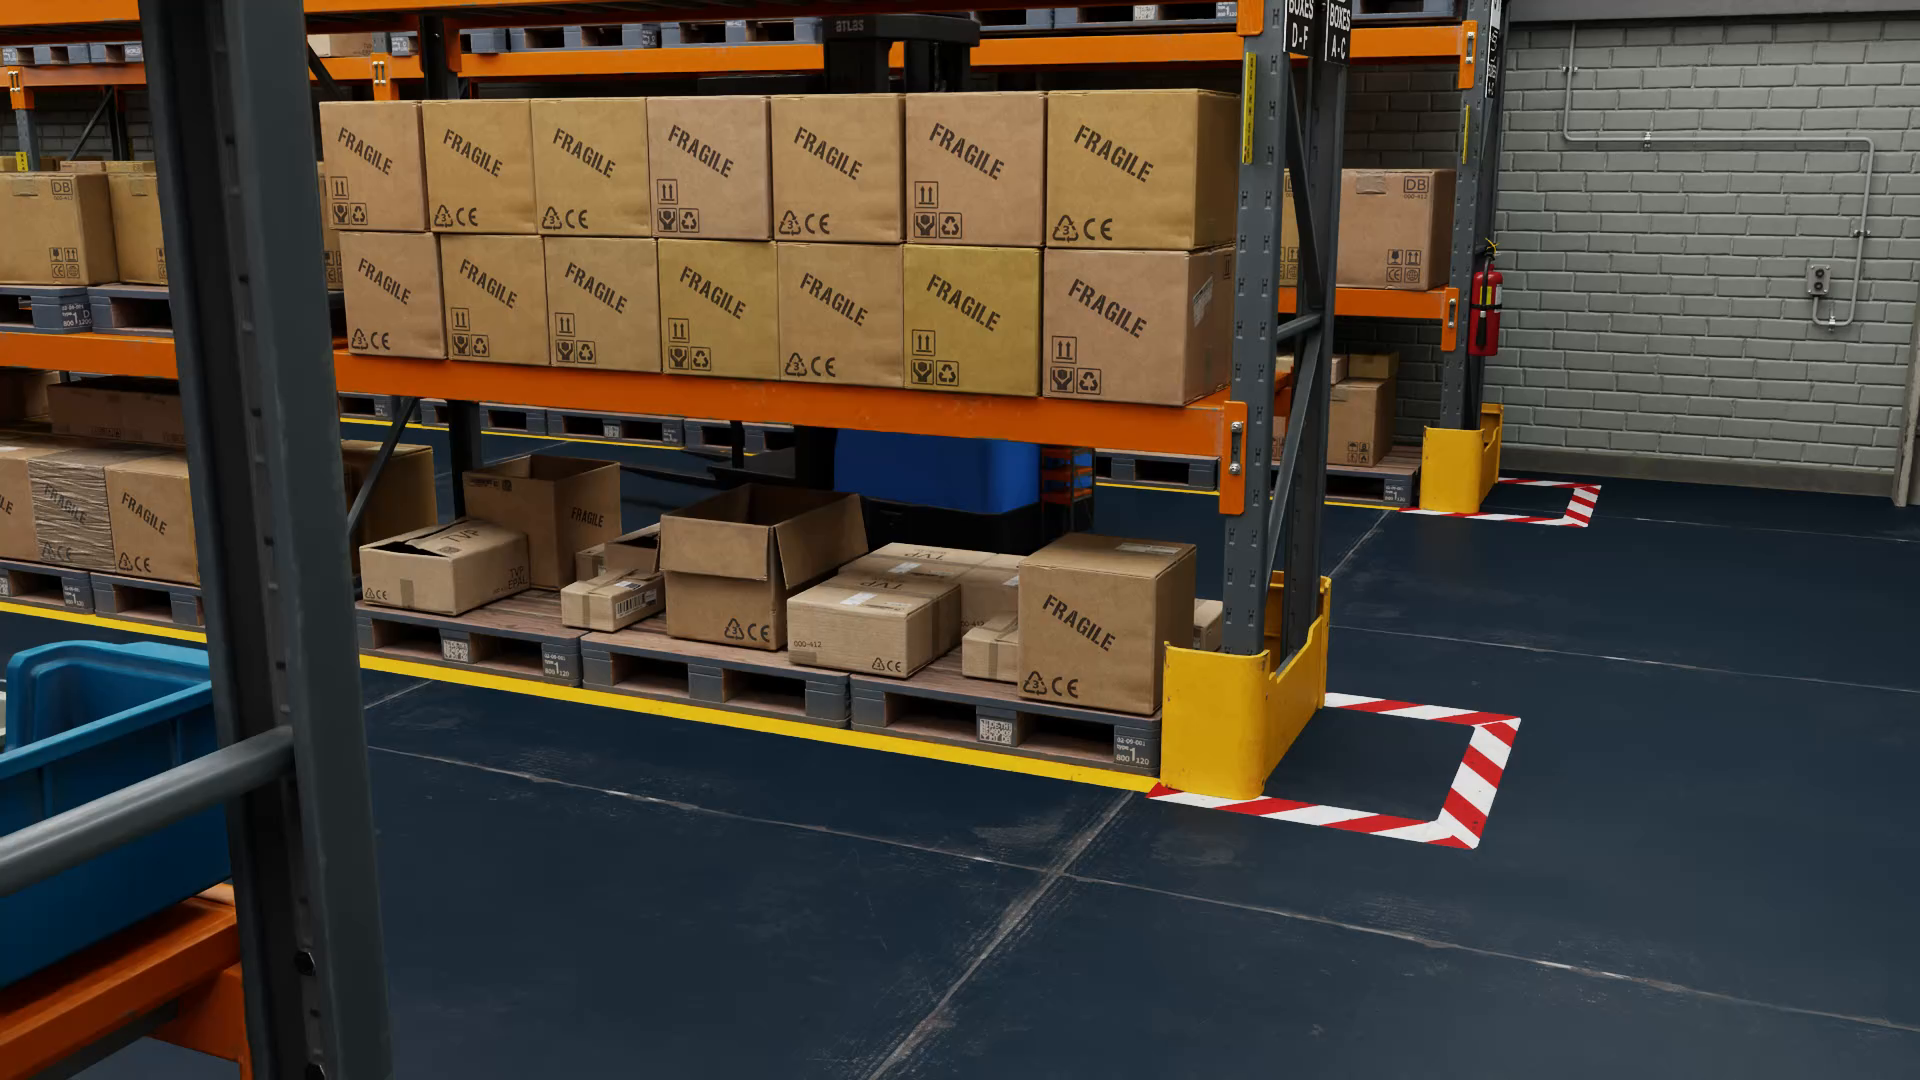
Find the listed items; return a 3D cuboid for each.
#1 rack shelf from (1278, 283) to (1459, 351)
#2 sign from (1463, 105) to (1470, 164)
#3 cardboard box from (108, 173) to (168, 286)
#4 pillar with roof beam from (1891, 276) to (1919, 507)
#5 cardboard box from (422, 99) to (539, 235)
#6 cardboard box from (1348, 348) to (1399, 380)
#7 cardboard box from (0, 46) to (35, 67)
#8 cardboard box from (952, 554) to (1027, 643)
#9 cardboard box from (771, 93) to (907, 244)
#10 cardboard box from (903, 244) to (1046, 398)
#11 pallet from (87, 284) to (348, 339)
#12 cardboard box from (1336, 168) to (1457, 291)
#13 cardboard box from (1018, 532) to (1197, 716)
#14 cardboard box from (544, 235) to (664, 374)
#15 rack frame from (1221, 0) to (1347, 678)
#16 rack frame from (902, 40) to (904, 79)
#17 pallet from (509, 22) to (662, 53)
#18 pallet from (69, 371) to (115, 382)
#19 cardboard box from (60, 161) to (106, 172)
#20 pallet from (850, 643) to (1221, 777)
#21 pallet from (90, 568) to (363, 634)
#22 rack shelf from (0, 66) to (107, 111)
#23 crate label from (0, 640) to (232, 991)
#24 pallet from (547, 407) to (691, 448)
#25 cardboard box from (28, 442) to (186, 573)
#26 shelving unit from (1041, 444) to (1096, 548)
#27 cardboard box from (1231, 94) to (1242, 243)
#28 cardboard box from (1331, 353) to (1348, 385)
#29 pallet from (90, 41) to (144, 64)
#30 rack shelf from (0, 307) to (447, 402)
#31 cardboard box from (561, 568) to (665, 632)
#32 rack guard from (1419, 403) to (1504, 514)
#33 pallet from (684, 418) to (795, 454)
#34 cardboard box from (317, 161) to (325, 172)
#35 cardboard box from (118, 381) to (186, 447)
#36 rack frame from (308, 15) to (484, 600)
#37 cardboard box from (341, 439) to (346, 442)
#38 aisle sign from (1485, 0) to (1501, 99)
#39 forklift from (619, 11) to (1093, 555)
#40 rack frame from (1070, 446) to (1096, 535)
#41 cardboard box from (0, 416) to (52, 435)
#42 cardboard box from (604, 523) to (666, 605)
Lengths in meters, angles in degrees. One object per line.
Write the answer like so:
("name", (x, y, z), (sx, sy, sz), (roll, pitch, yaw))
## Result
("rack shelf", (1.303, -1.587, 11.025), (4.000, 0.370, 1.077), (6, 14, 23))
("sign", (2.899, -2.319, 9.517), (0.005, 0.325, 0.100), (6, 14, 23))
("cardboard box", (-3.526, -1.481, 7.862), (0.500, 0.500, 0.700), (8, 16, 32))
("pillar with roof beam", (4.207, -3.704, 5.342), (0.400, 9.000, 9.100), (6, 14, 23))
("cardboard box", (-1.740, -1.472, 6.556), (0.500, 0.500, 0.500), (5, 14, 21))
("cardboard box", (2.646, -1.129, 10.633), (0.250, 0.149, 0.380), (6, 14, 24))
("cardboard box", (-8.404, -4.376, 14.510), (0.500, 0.500, 0.500), (6, 15, 25))
("cardboard box", (0.289, 0.252, 6.671), (0.500, 0.250, 0.500), (6, 14, 23))
("cardboard box", (-0.328, -1.330, 5.947), (0.500, 0.500, 0.500), (6, 15, 25))
("cardboard box", (0.133, -0.797, 5.868), (0.500, 0.500, 0.500), (6, 14, 24))
("pallet", (-3.215, -1.090, 7.755), (1.213, 0.211, 1.003), (6, 14, 23))
("cardboard box", (2.661, -1.943, 10.312), (0.700, 0.700, 0.980), (7, 15, 26))
("cardboard box", (0.532, 0.287, 5.974), (0.500, 0.500, 0.500), (6, 14, 23))
("cardboard box", (-1.247, -0.938, 6.467), (0.500, 0.500, 0.500), (6, 14, 23))
("rack frame", (1.129, -0.717, 5.743), (0.127, 3.000, 1.000), (6, 14, 23))
("rack frame", (-0.526, -2.122, 11.731), (0.127, 3.000, 1.000), (6, 14, 23))
("pallet", (-2.549, -3.709, 12.343), (1.213, 0.211, 1.003), (7, 15, 26))
("pallet", (-7.128, -1.433, 14.899), (1.213, 0.211, 1.003), (6, 14, 23))
("cardboard box", (-7.389, -3.071, 14.593), (0.500, 0.500, 0.700), (6, 14, 23))
("pallet", (0.330, 0.560, 6.405), (1.213, 0.211, 1.003), (6, 14, 23))
("pallet", (-3.288, 0.203, 7.926), (1.213, 0.211, 1.003), (6, 14, 23))
("rack shelf", (-9.669, -4.157, 15.414), (4.000, 0.370, 1.077), (6, 14, 23))
("crate label", (-0.974, 0.278, 1.738), (0.303, 0.233, 0.416), (6, 14, 23))
("pallet", (-2.381, -0.933, 12.767), (1.213, 0.211, 1.003), (6, 14, 23))
("cardboard box", (-4.003, -0.164, 7.896), (0.500, 0.500, 0.500), (6, 14, 24))
("shelving unit", (0.572, -0.489, 8.713), (0.189, 1.200, 0.258), (9, 16, 34))
("cardboard box", (0.830, -1.348, 6.027), (0.500, 0.500, 0.500), (6, 15, 25))
("cardboard box", (2.260, -1.073, 10.393), (0.250, 0.149, 0.380), (6, 14, 23))
("pallet", (-6.369, -4.056, 13.820), (1.003, 0.211, 1.213), (6, 14, 23))
("rack shelf", (-4.357, -0.922, 8.191), (4.000, 0.370, 1.077), (6, 14, 23))
("cardboard box", (-1.438, 0.240, 6.904), (0.250, 0.166, 0.380), (6, 14, 23))
("rack guard", (3.153, -0.533, 10.430), (0.348, 0.500, 1.175), (6, 14, 23))
("pallet", (-1.262, -0.820, 12.287), (1.213, 0.211, 1.003), (6, 14, 23))
("cardboard box", (-5.139, -2.842, 13.620), (0.500, 0.500, 0.700), (4, 14, 18))
("cardboard box", (-3.787, -0.637, 8.272), (0.500, 0.250, 0.500), (6, 14, 23))
("rack frame", (-2.529, -1.087, 7.321), (0.127, 3.000, 1.000), (6, 14, 23))
("cardboard box", (-3.364, -0.227, 8.164), (0.500, 0.500, 0.500), (6, 14, 24))
("aisle sign", (3.076, -2.948, 9.562), (0.004, 0.787, 0.394), (6, 14, 23))
("forklift", (-0.754, -1.542, 9.409), (3.031, 2.935, 1.130), (9, 16, 34))
("rack frame", (0.647, -0.477, 8.661), (0.006, 1.200, 0.240), (9, 16, 34))
("cardboard box", (-4.763, -0.369, 8.769), (0.500, 0.500, 0.500), (5, 14, 21))
("cardboard box", (-1.207, 0.071, 7.310), (0.500, 0.311, 0.500), (6, 14, 23))
